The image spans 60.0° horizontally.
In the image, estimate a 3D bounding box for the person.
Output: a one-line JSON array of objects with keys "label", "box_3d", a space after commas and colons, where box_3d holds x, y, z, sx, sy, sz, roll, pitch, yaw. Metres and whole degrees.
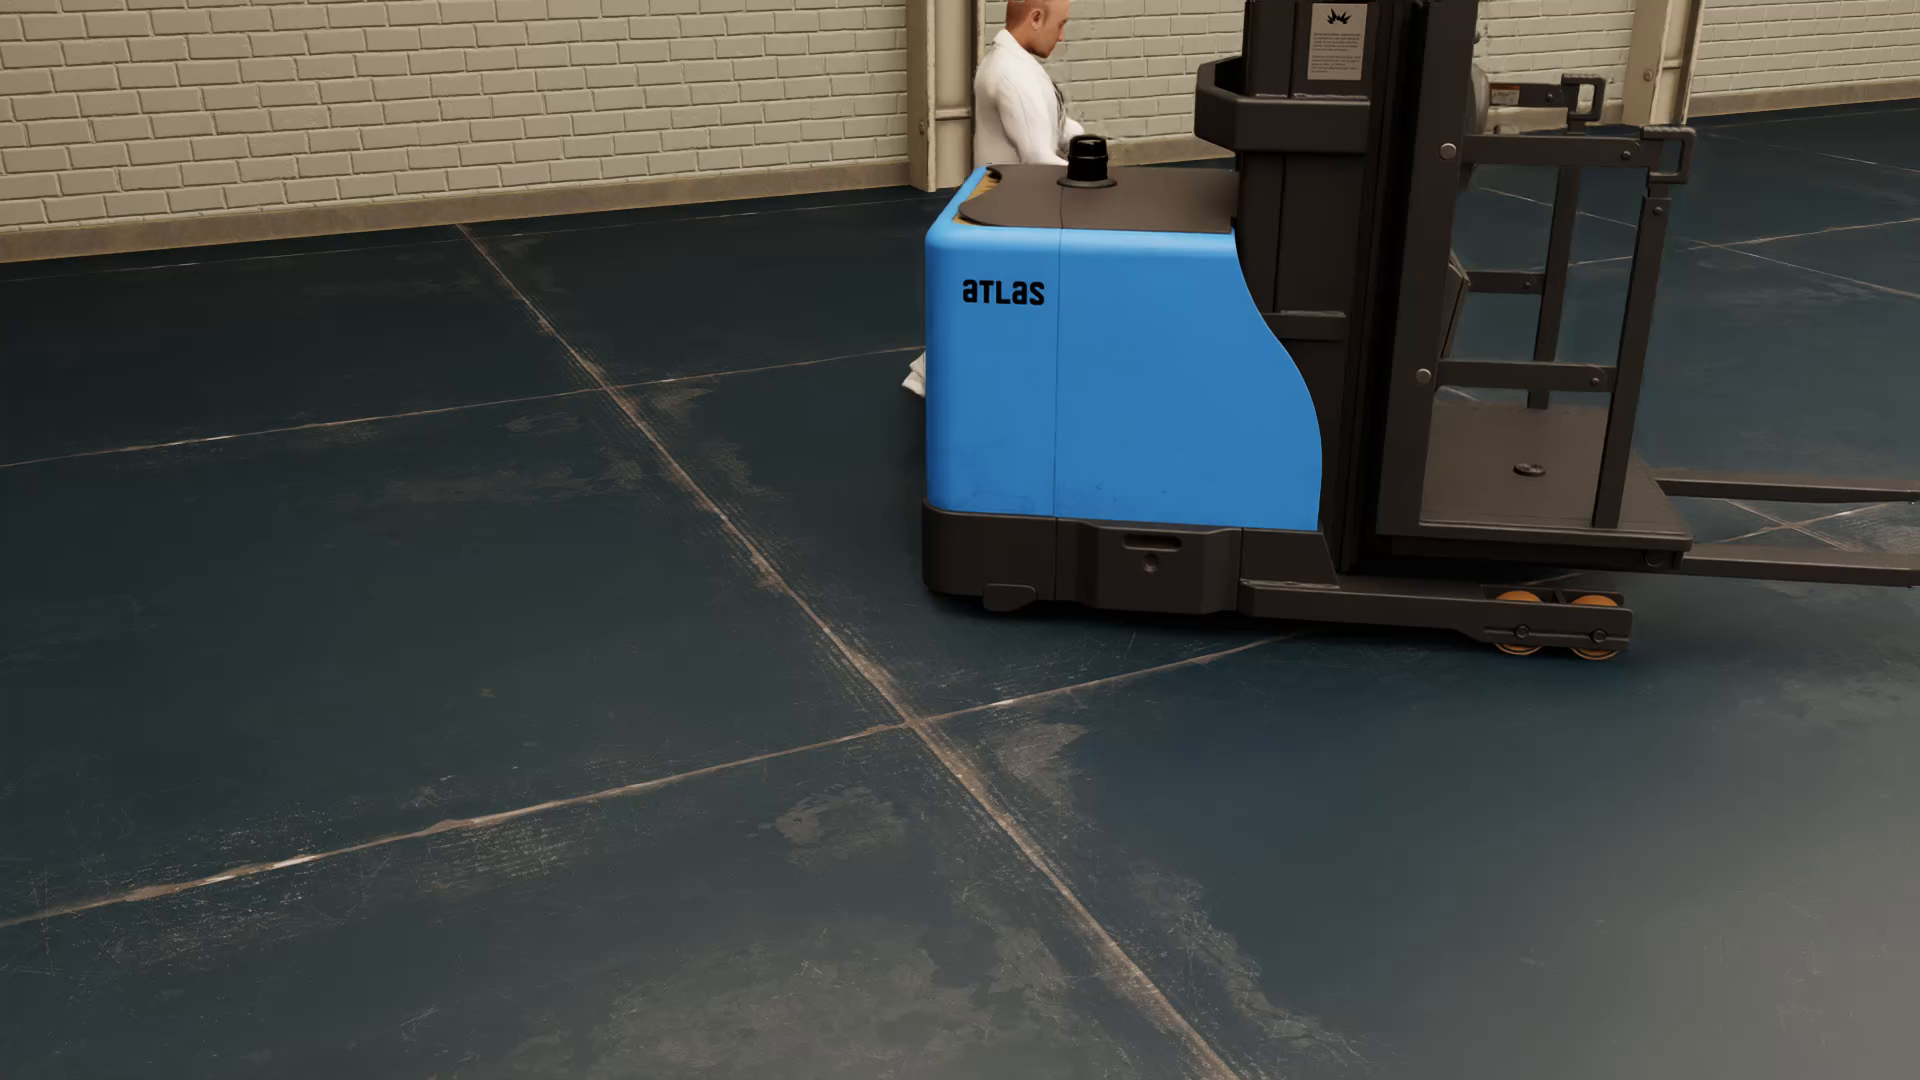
[{"label": "person", "box_3d": [0.337, -1.122, 5.847, 1.056, 1.646, 1.061, -3, 23, -6]}]

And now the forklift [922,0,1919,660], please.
[{"label": "forklift", "box_3d": [1.456, -1.258, 4.313, 3.031, 2.935, 1.130, 3, 23, 8]}]
